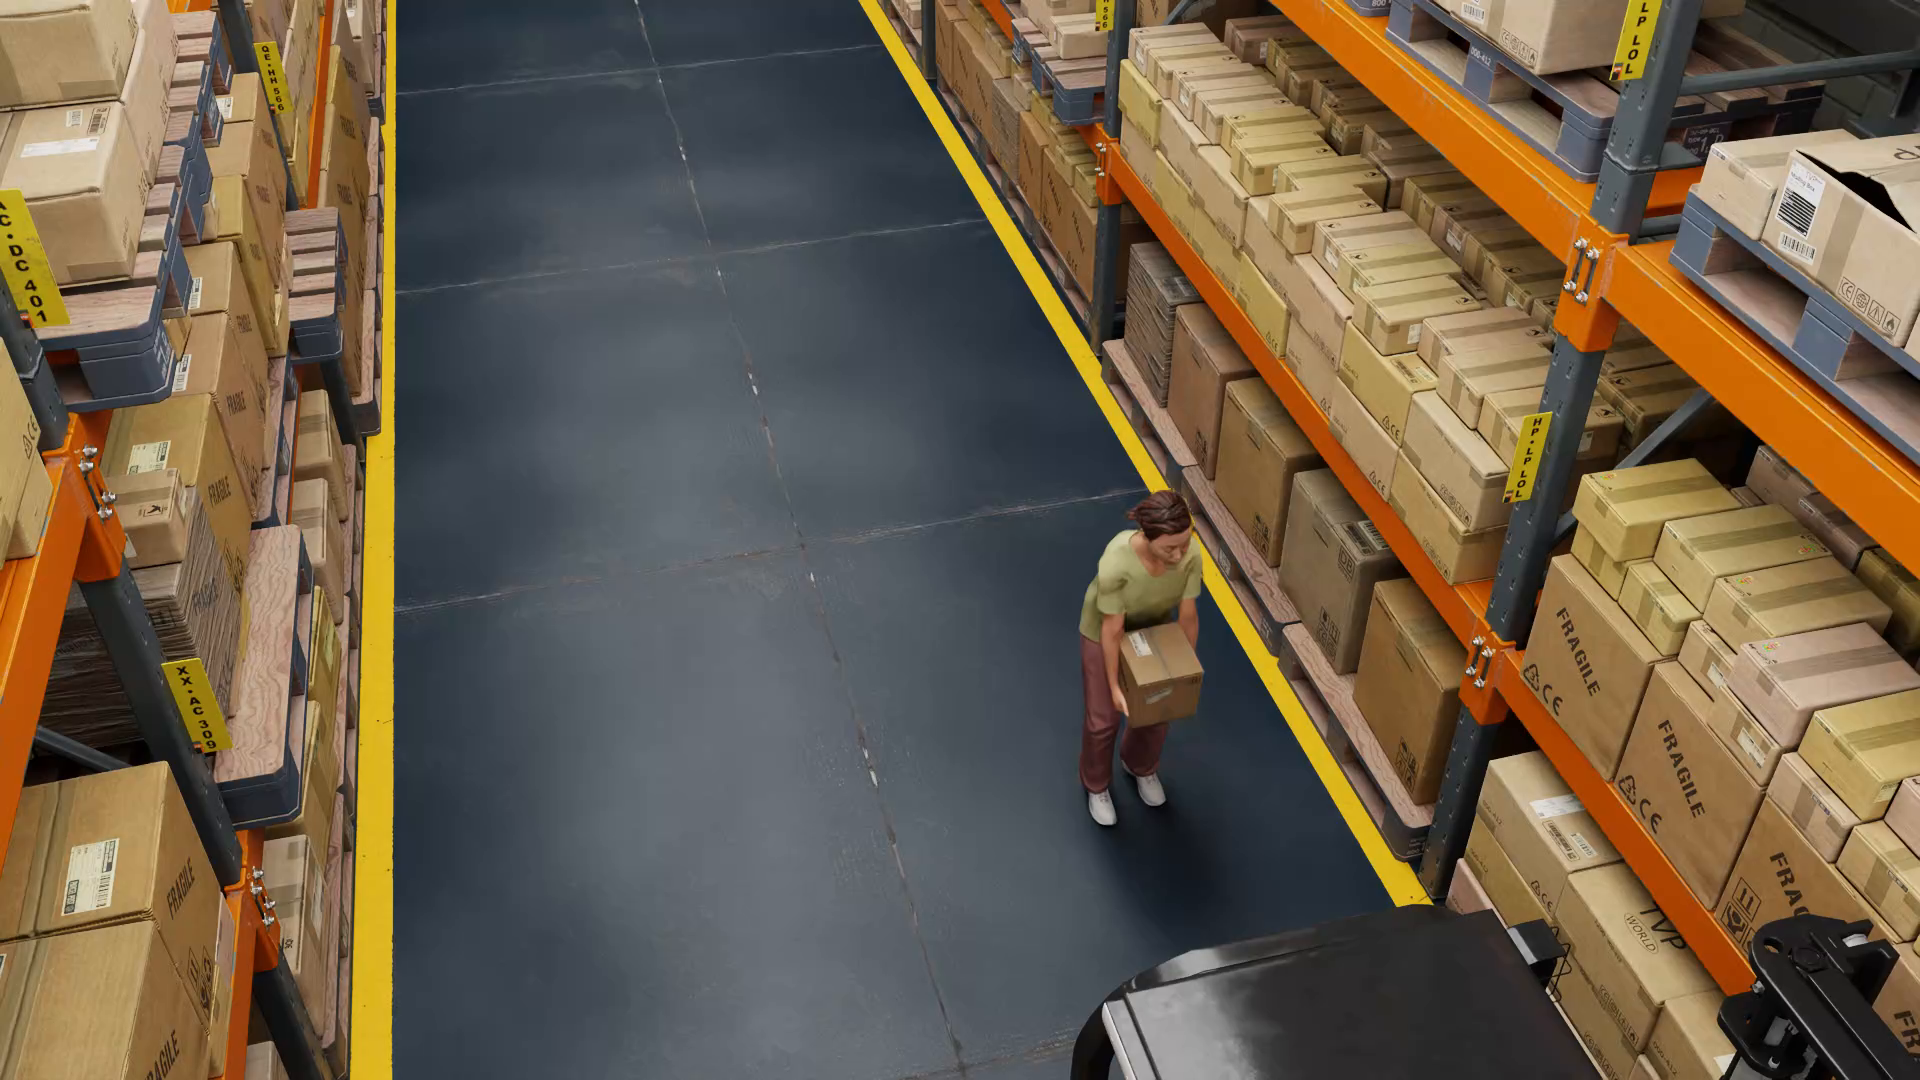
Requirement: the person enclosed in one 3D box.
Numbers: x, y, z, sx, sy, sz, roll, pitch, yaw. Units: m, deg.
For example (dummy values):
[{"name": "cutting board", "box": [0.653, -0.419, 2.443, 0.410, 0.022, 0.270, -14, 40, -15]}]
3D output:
[{"name": "person", "box": [0.672, 0.422, 6.228, 0.404, 1.623, 0.533, -10, 39, -13]}]
